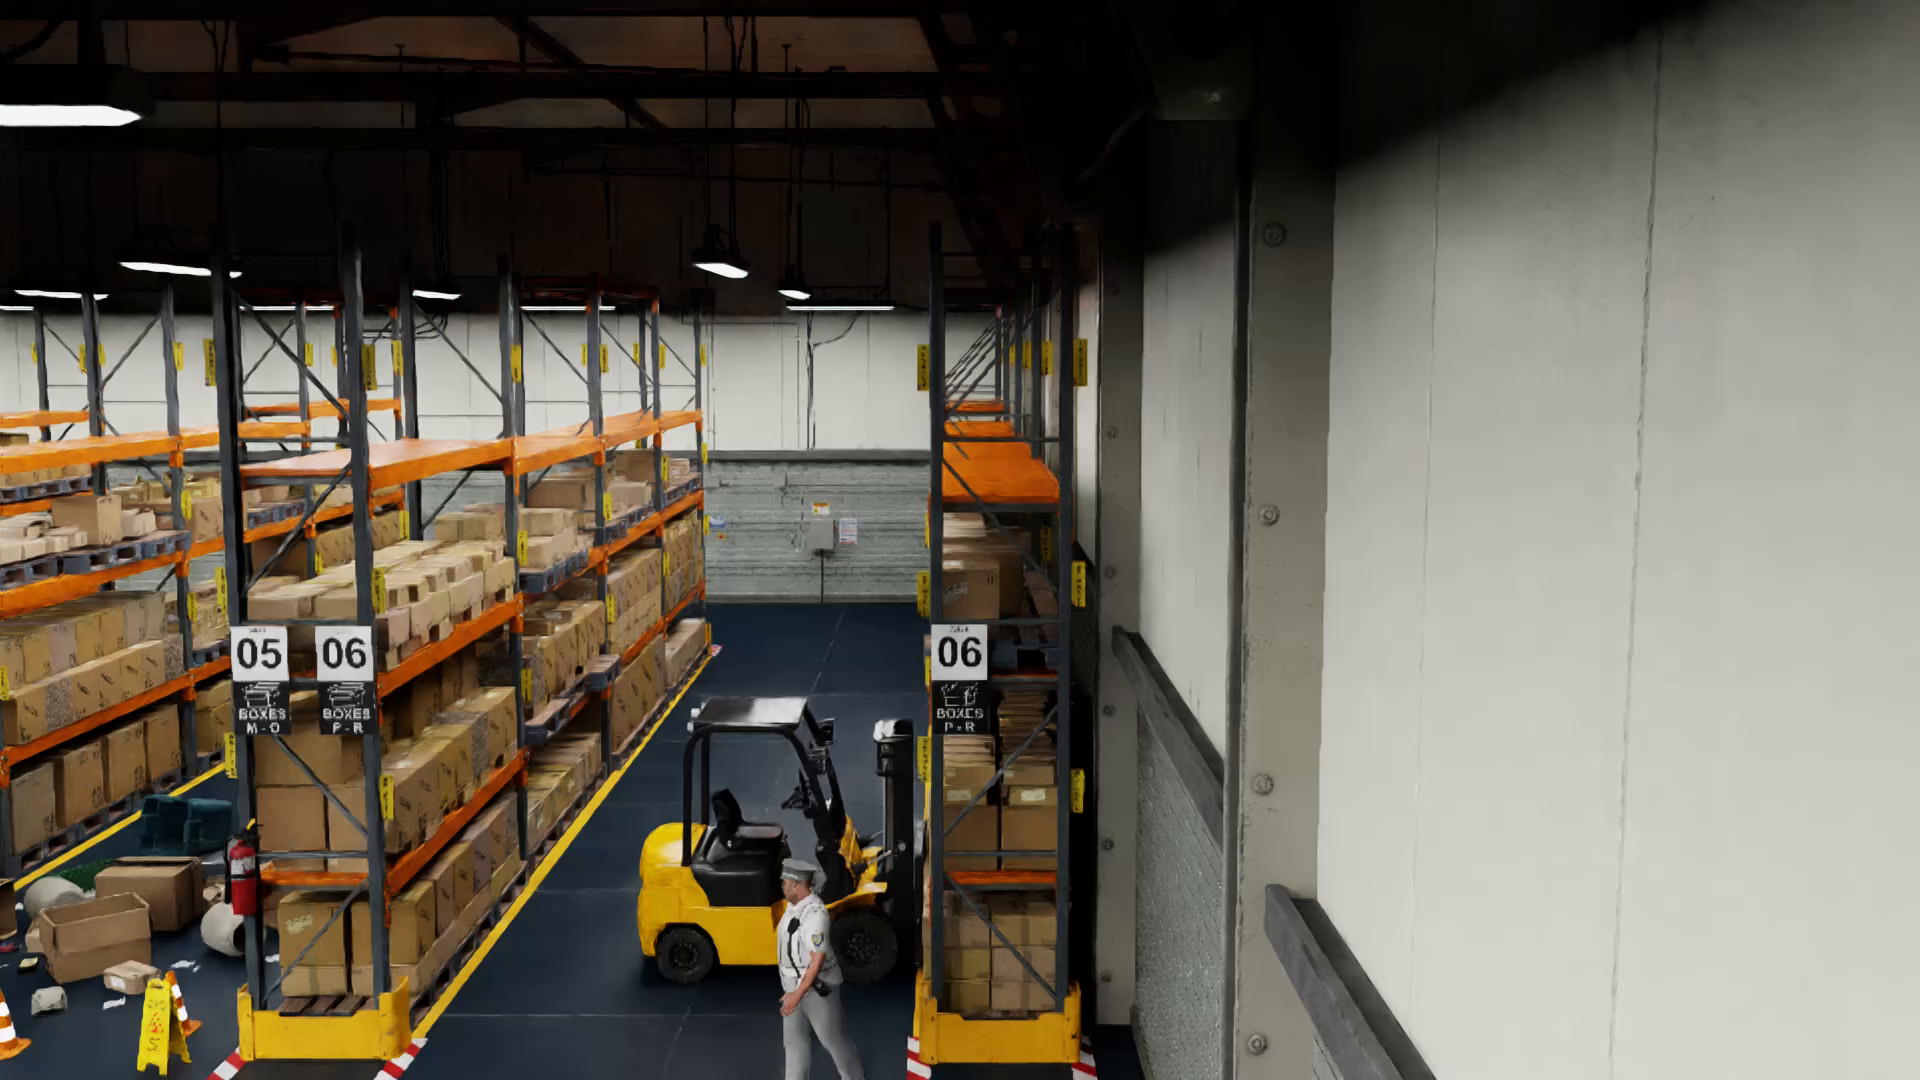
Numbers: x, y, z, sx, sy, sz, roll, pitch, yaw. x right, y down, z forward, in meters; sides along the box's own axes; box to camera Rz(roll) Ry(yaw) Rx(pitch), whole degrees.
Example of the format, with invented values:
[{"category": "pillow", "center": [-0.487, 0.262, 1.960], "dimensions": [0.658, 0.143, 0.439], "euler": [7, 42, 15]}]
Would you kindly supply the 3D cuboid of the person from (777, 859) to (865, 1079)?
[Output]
[{"category": "person", "center": [-0.986, 3.001, 11.209], "dimensions": [0.721, 1.739, 0.562], "euler": [-4, 8, -30]}]
